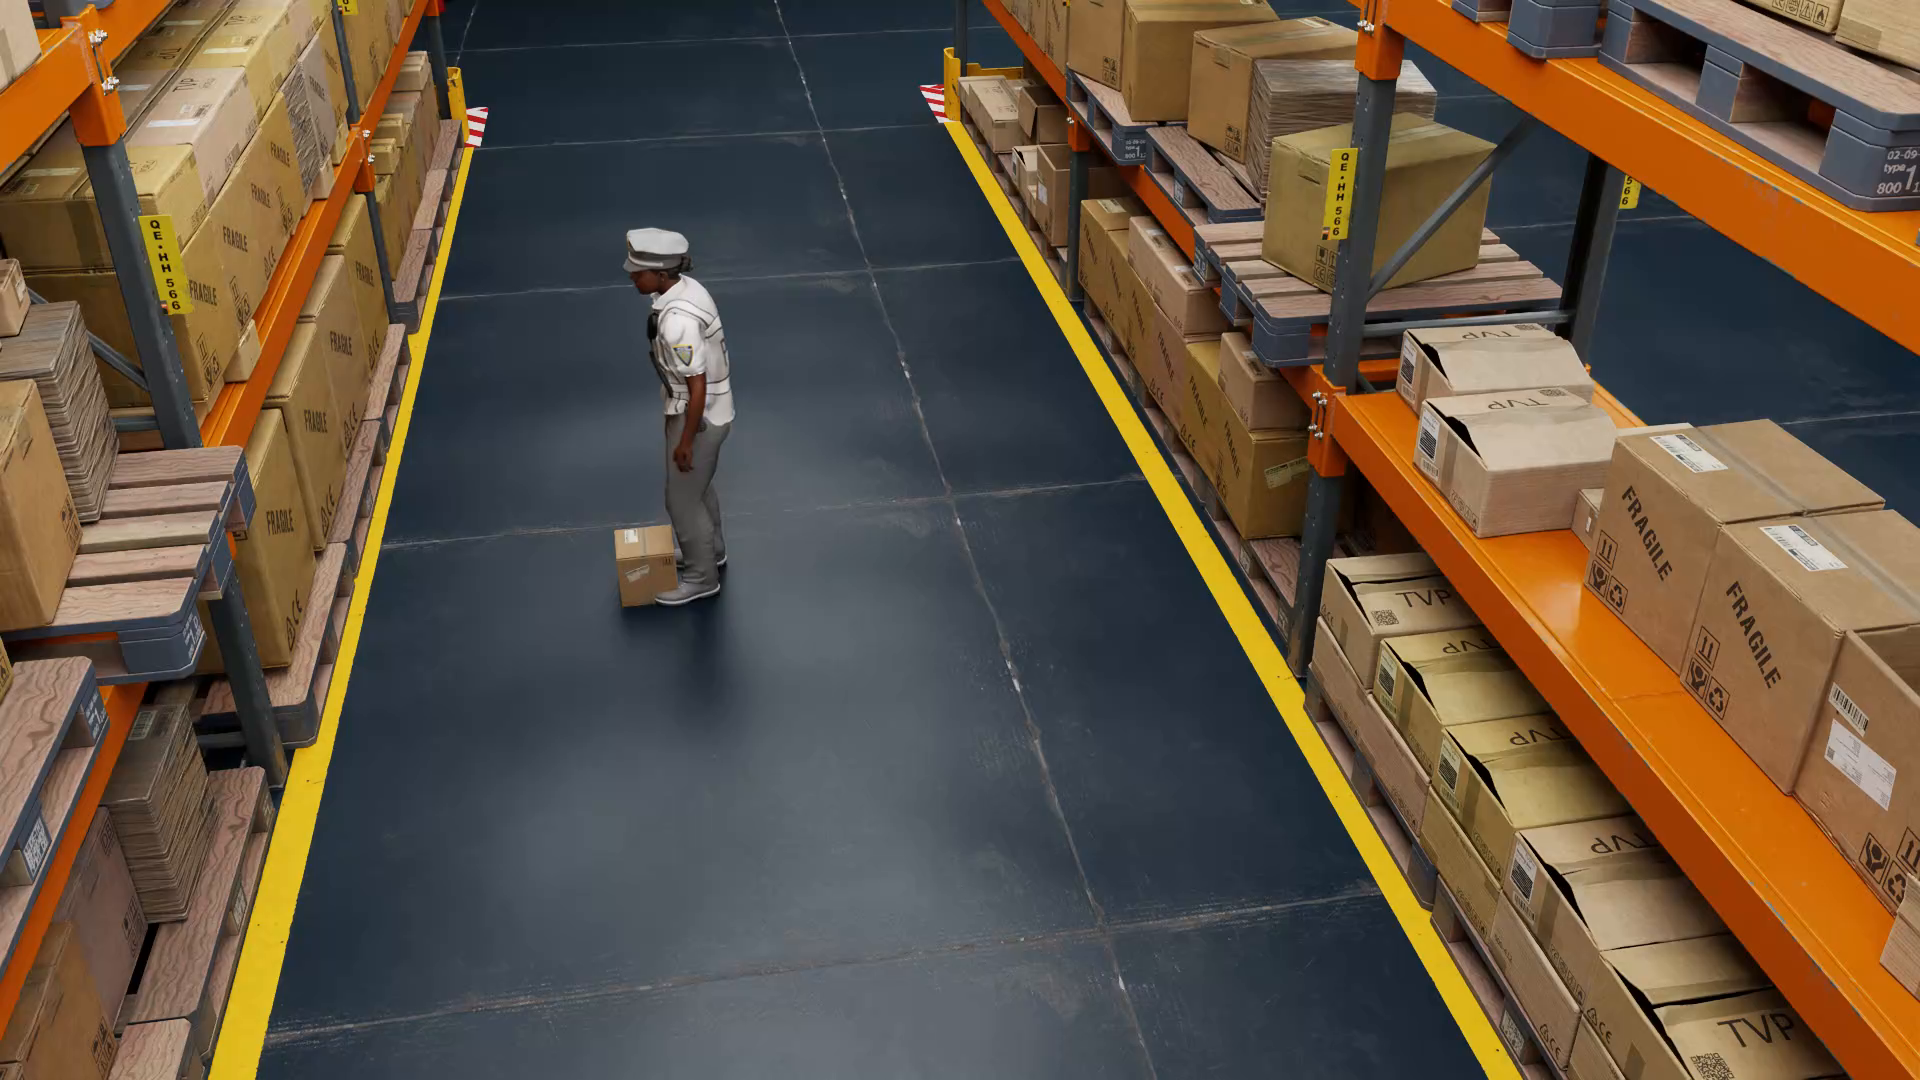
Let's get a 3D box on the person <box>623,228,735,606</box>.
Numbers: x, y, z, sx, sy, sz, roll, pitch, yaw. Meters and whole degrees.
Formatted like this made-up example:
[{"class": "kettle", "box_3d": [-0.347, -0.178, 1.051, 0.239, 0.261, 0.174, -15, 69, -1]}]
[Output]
[{"class": "person", "box_3d": [-1.162, -0.516, 6.991, 0.419, 1.664, 0.530, -7, 32, -11]}]
